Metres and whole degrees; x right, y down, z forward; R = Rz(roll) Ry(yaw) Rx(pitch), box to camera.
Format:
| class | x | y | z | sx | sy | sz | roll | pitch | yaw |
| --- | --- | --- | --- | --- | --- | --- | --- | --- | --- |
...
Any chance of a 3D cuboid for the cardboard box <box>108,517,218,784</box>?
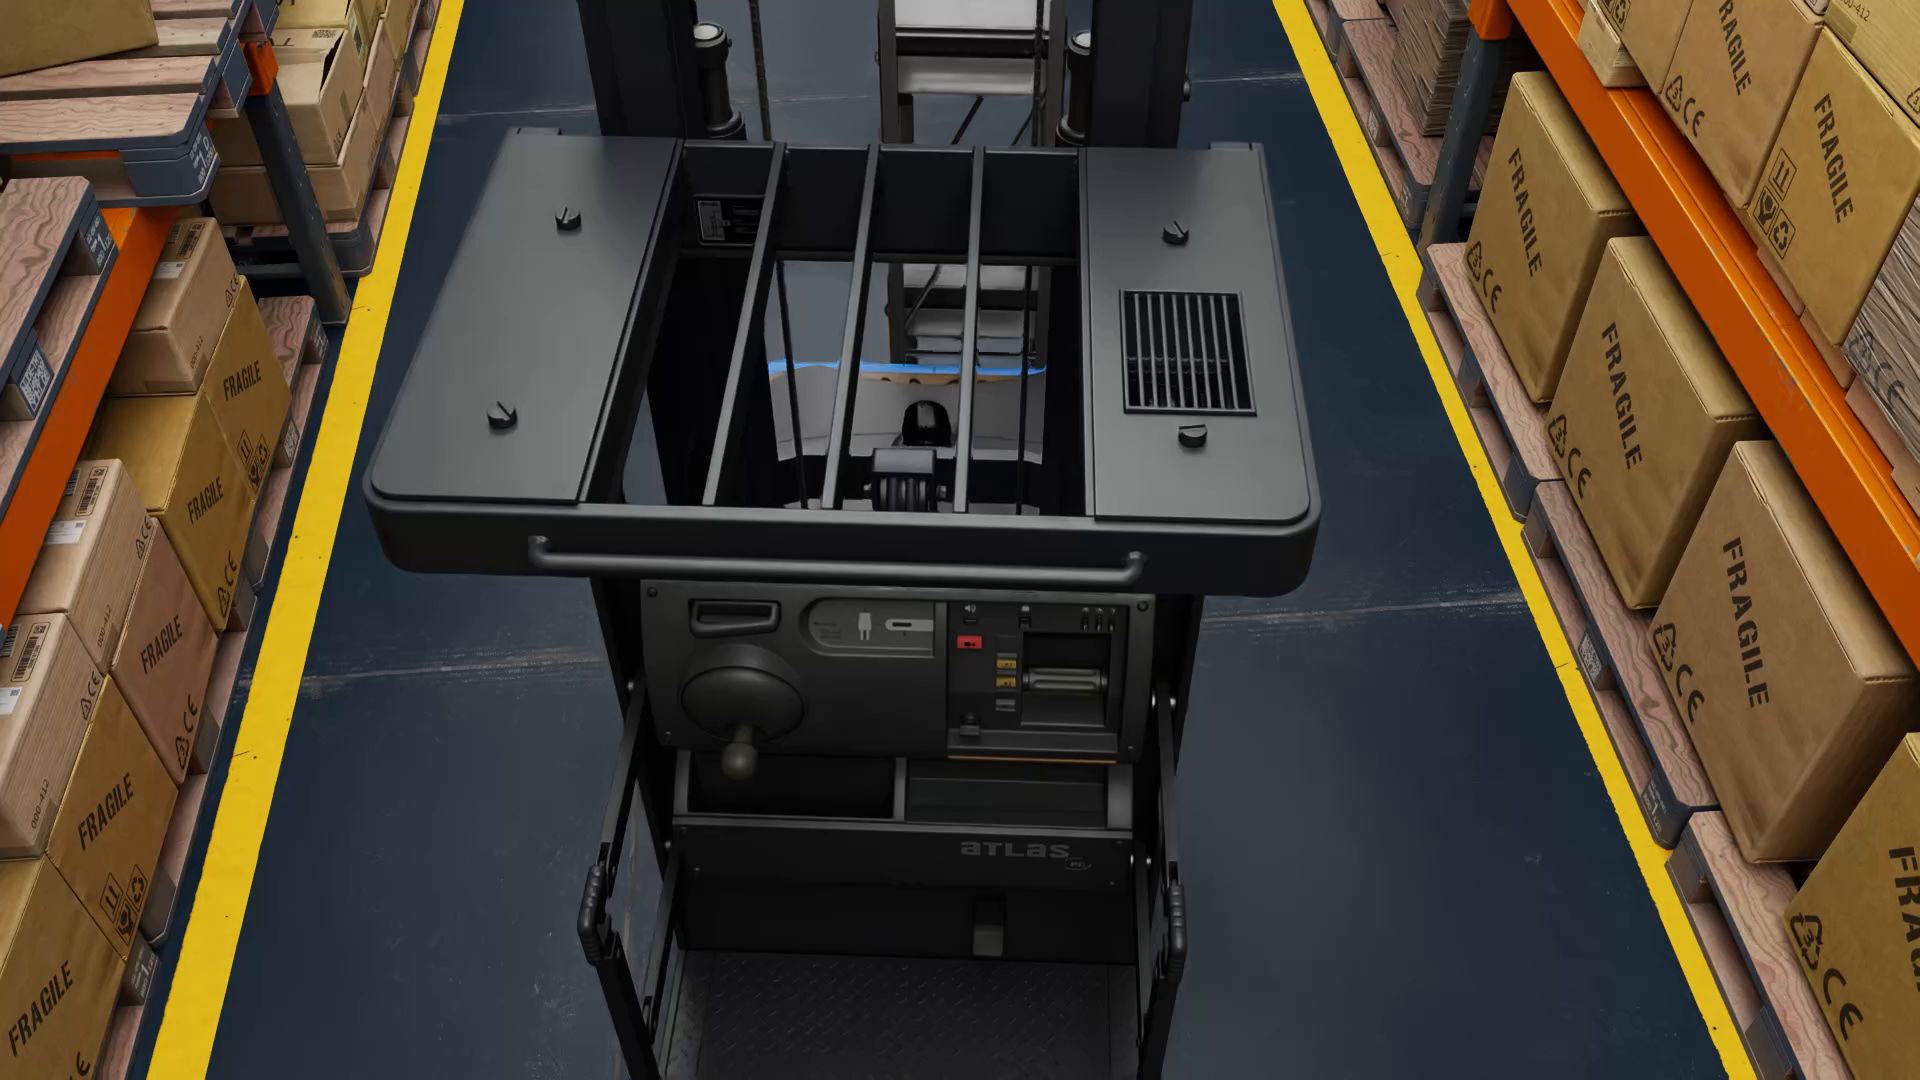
| class | x | y | z | sx | sy | sz | roll | pitch | yaw |
| --- | --- | --- | --- | --- | --- | --- | --- | --- | --- |
| cardboard box | -2.303 | 0.310 | 4.309 | 0.500 | 0.500 | 0.500 | -5 | 47 | -5 |

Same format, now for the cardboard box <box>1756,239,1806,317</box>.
| class | x | y | z | sx | sy | sz | roll | pitch | yaw |
| --- | --- | --- | --- | --- | --- | --- | --- | --- | --- |
| cardboard box | 2.164 | -0.677 | 3.985 | 0.380 | 0.149 | 0.250 | -3 | 47 | -3 |

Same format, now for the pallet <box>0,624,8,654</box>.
| class | x | y | z | sx | sy | sz | roll | pitch | yaw |
| --- | --- | --- | --- | --- | --- | --- | --- | --- | --- |
| pallet | -2.331 | 0.561 | 2.785 | 1.003 | 0.211 | 1.213 | -3 | 47 | -3 |

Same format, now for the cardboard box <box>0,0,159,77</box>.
| class | x | y | z | sx | sy | sz | roll | pitch | yaw |
| --- | --- | --- | --- | --- | --- | --- | --- | --- | --- |
| cardboard box | -2.543 | -1.545 | 4.289 | 0.700 | 0.500 | 0.500 | -18 | 49 | -16 |

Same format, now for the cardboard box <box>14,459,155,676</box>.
| class | x | y | z | sx | sy | sz | roll | pitch | yaw |
| --- | --- | --- | --- | --- | --- | --- | --- | --- | --- |
| cardboard box | -2.297 | 0.079 | 4.012 | 0.500 | 0.250 | 0.500 | -4 | 47 | -4 |

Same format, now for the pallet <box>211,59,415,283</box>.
| class | x | y | z | sx | sy | sz | roll | pitch | yaw |
| --- | --- | --- | --- | --- | --- | --- | --- | --- | --- |
| pallet | -2.738 | -1.454 | 6.481 | 1.003 | 0.211 | 1.213 | -3 | 47 | -3 |

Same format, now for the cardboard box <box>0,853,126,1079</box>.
| class | x | y | z | sx | sy | sz | roll | pitch | yaw |
| --- | --- | --- | --- | --- | --- | --- | --- | --- | --- |
| cardboard box | -2.227 | 1.038 | 3.620 | 0.500 | 0.500 | 0.500 | -3 | 47 | -3 |

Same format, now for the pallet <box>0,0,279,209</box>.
| class | x | y | z | sx | sy | sz | roll | pitch | yaw |
| --- | --- | --- | --- | --- | --- | --- | --- | --- | --- |
| pallet | -2.582 | -1.262 | 4.512 | 1.213 | 0.211 | 1.003 | -3 | 47 | -3 |

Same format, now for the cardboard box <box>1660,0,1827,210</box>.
| class | x | y | z | sx | sy | sz | roll | pitch | yaw |
| --- | --- | --- | --- | --- | --- | --- | --- | --- | --- |
| cardboard box | 2.088 | -1.156 | 3.992 | 0.500 | 0.500 | 0.500 | -4 | 47 | -3 |

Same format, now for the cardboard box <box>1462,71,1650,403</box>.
| class | x | y | z | sx | sy | sz | roll | pitch | yaw |
| --- | --- | --- | --- | --- | --- | --- | --- | --- | --- |
| cardboard box | 2.159 | -0.984 | 5.307 | 0.750 | 0.750 | 0.750 | -4 | 47 | -4 |

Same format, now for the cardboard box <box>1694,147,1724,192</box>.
| class | x | y | z | sx | sy | sz | roll | pitch | yaw |
| --- | --- | --- | --- | --- | --- | --- | --- | --- | --- |
| cardboard box | 2.149 | -1.045 | 4.333 | 0.380 | 0.149 | 0.250 | -3 | 47 | -2 |

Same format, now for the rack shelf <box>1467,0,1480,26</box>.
| class | x | y | z | sx | sy | sz | roll | pitch | yaw |
| --- | --- | --- | --- | --- | --- | --- | --- | --- | --- |
| rack shelf | 2.060 | -3.318 | 6.822 | 1.077 | 0.370 | 4.000 | -3 | 47 | -3 |

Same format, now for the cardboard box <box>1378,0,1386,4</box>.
| class | x | y | z | sx | sy | sz | roll | pitch | yaw |
| --- | --- | --- | --- | --- | --- | --- | --- | --- | --- |
| cardboard box | 2.118 | -2.665 | 7.127 | 0.700 | 0.500 | 0.500 | -4 | 47 | -4 |

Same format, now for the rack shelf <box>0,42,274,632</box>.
| class | x | y | z | sx | sy | sz | roll | pitch | yaw |
| --- | --- | --- | --- | --- | --- | --- | --- | --- | --- |
| rack shelf | -2.541 | -0.120 | 3.793 | 1.077 | 0.370 | 4.000 | -3 | 47 | -3 |

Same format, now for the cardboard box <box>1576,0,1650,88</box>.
| class | x | y | z | sx | sy | sz | roll | pitch | yaw |
| --- | --- | --- | --- | --- | --- | --- | --- | --- | --- |
| cardboard box | 1.975 | -1.406 | 4.675 | 0.380 | 0.149 | 0.250 | -2 | 47 | -2 |

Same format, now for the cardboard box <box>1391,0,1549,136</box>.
| class | x | y | z | sx | sy | sz | roll | pitch | yaw |
| --- | --- | --- | --- | --- | --- | --- | --- | --- | --- |
| cardboard box | 2.116 | -1.928 | 6.428 | 0.700 | 0.500 | 0.500 | -3 | 47 | -3 |

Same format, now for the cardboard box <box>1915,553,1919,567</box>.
| class | x | y | z | sx | sy | sz | roll | pitch | yaw |
| --- | --- | --- | --- | --- | --- | --- | --- | --- | --- |
| cardboard box | 2.150 | 0.069 | 3.278 | 0.380 | 0.149 | 0.250 | -3 | 47 | -3 |

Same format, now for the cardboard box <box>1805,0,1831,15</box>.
| class | x | y | z | sx | sy | sz | roll | pitch | yaw |
| --- | --- | --- | --- | --- | --- | --- | --- | --- | --- |
| cardboard box | 2.100 | -1.425 | 3.730 | 0.500 | 0.250 | 0.500 | -3 | 47 | -3 |

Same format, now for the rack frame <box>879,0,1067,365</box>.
| class | x | y | z | sx | sy | sz | roll | pitch | yaw |
| --- | --- | --- | --- | --- | --- | --- | --- | --- | --- |
| rack frame | 0.026 | -0.476 | 4.255 | 0.400 | 2.100 | 0.015 | 2 | 47 | 1 |

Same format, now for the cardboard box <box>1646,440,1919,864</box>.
| class | x | y | z | sx | sy | sz | roll | pitch | yaw |
| --- | --- | --- | --- | --- | --- | --- | --- | --- | --- |
| cardboard box | 2.301 | 0.265 | 4.124 | 0.750 | 0.750 | 0.750 | -2 | 47 | -2 |

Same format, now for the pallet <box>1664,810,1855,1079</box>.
| class | x | y | z | sx | sy | sz | roll | pitch | yaw |
| --- | --- | --- | --- | --- | --- | --- | --- | --- | --- |
| pallet | 2.423 | 1.181 | 3.986 | 1.003 | 0.211 | 1.213 | -3 | 47 | -3 |

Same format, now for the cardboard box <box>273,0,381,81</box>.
| class | x | y | z | sx | sy | sz | roll | pitch | yaw |
| --- | --- | --- | --- | --- | --- | --- | --- | --- | --- |
| cardboard box | -2.512 | -1.983 | 6.280 | 0.500 | 0.311 | 0.500 | -5 | 47 | -4 |

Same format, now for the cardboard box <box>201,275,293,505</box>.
| class | x | y | z | sx | sy | sz | roll | pitch | yaw |
| --- | --- | --- | --- | --- | --- | --- | --- | --- | --- |
| cardboard box | -2.396 | -0.444 | 5.023 | 0.500 | 0.500 | 0.500 | -2 | 47 | -2 |

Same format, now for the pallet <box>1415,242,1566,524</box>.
| class | x | y | z | sx | sy | sz | roll | pitch | yaw |
| --- | --- | --- | --- | --- | --- | --- | --- | --- | --- |
| pallet | 2.219 | -0.584 | 5.658 | 1.003 | 0.211 | 1.213 | -3 | 47 | -3 |

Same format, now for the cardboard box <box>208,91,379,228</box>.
| class | x | y | z | sx | sy | sz | roll | pitch | yaw |
| --- | --- | --- | --- | --- | --- | --- | --- | --- | --- |
| cardboard box | -2.459 | -1.410 | 6.124 | 0.500 | 0.250 | 0.500 | -4 | 47 | -3 |

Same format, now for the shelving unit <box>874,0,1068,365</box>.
| class | x | y | z | sx | sy | sz | roll | pitch | yaw |
| --- | --- | --- | --- | --- | --- | --- | --- | --- | --- |
| shelving unit | 0.035 | -0.653 | 4.422 | 0.431 | 2.100 | 0.503 | 2 | 47 | 1 |

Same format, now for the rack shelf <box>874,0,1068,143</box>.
| class | x | y | z | sx | sy | sz | roll | pitch | yaw |
| --- | --- | --- | --- | --- | --- | --- | --- | --- | --- |
| rack shelf | 0.036 | -1.125 | 3.924 | 0.431 | 0.518 | 0.480 | 2 | 47 | 1 |

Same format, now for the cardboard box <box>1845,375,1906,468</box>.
| class | x | y | z | sx | sy | sz | roll | pitch | yaw |
| --- | --- | --- | --- | --- | --- | --- | --- | --- | --- |
| cardboard box | 2.190 | -0.294 | 3.622 | 0.380 | 0.149 | 0.250 | -5 | 47 | -4 |

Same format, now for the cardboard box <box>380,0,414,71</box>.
| class | x | y | z | sx | sy | sz | roll | pitch | yaw |
| --- | --- | --- | --- | --- | --- | --- | --- | --- | --- |
| cardboard box | -2.552 | -2.150 | 6.824 | 0.500 | 0.250 | 0.500 | -5 | 47 | -4 |

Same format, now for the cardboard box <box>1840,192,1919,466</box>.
| class | x | y | z | sx | sy | sz | roll | pitch | yaw |
| --- | --- | --- | --- | --- | --- | --- | --- | --- | --- |
| cardboard box | 2.187 | -0.419 | 3.293 | 0.500 | 0.500 | 0.500 | -3 | 47 | -3 |

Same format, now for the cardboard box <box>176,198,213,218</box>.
| class | x | y | z | sx | sy | sz | roll | pitch | yaw |
| --- | --- | --- | --- | --- | --- | --- | --- | --- | --- |
| cardboard box | -2.995 | -1.379 | 6.095 | 0.500 | 0.250 | 0.500 | -2 | 47 | -2 |

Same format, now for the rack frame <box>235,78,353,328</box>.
| class | x | y | z | sx | sy | sz | roll | pitch | yaw |
| --- | --- | --- | --- | --- | --- | --- | --- | --- | --- |
| rack frame | -2.708 | -1.815 | 4.903 | 1.000 | 3.000 | 0.127 | -3 | 47 | -3 |

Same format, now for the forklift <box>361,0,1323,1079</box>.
| class | x | y | z | sx | sy | sz | roll | pitch | yaw |
| --- | --- | --- | --- | --- | --- | --- | --- | --- | --- |
| forklift | -0.121 | 0.350 | 2.900 | 1.130 | 2.935 | 3.031 | 2 | 47 | 2 |

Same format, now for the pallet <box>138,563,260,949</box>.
| class | x | y | z | sx | sy | sz | roll | pitch | yaw |
| --- | --- | --- | --- | --- | --- | --- | --- | --- | --- |
| pallet | -2.584 | 0.567 | 4.567 | 1.003 | 0.211 | 1.213 | -3 | 47 | -3 |
